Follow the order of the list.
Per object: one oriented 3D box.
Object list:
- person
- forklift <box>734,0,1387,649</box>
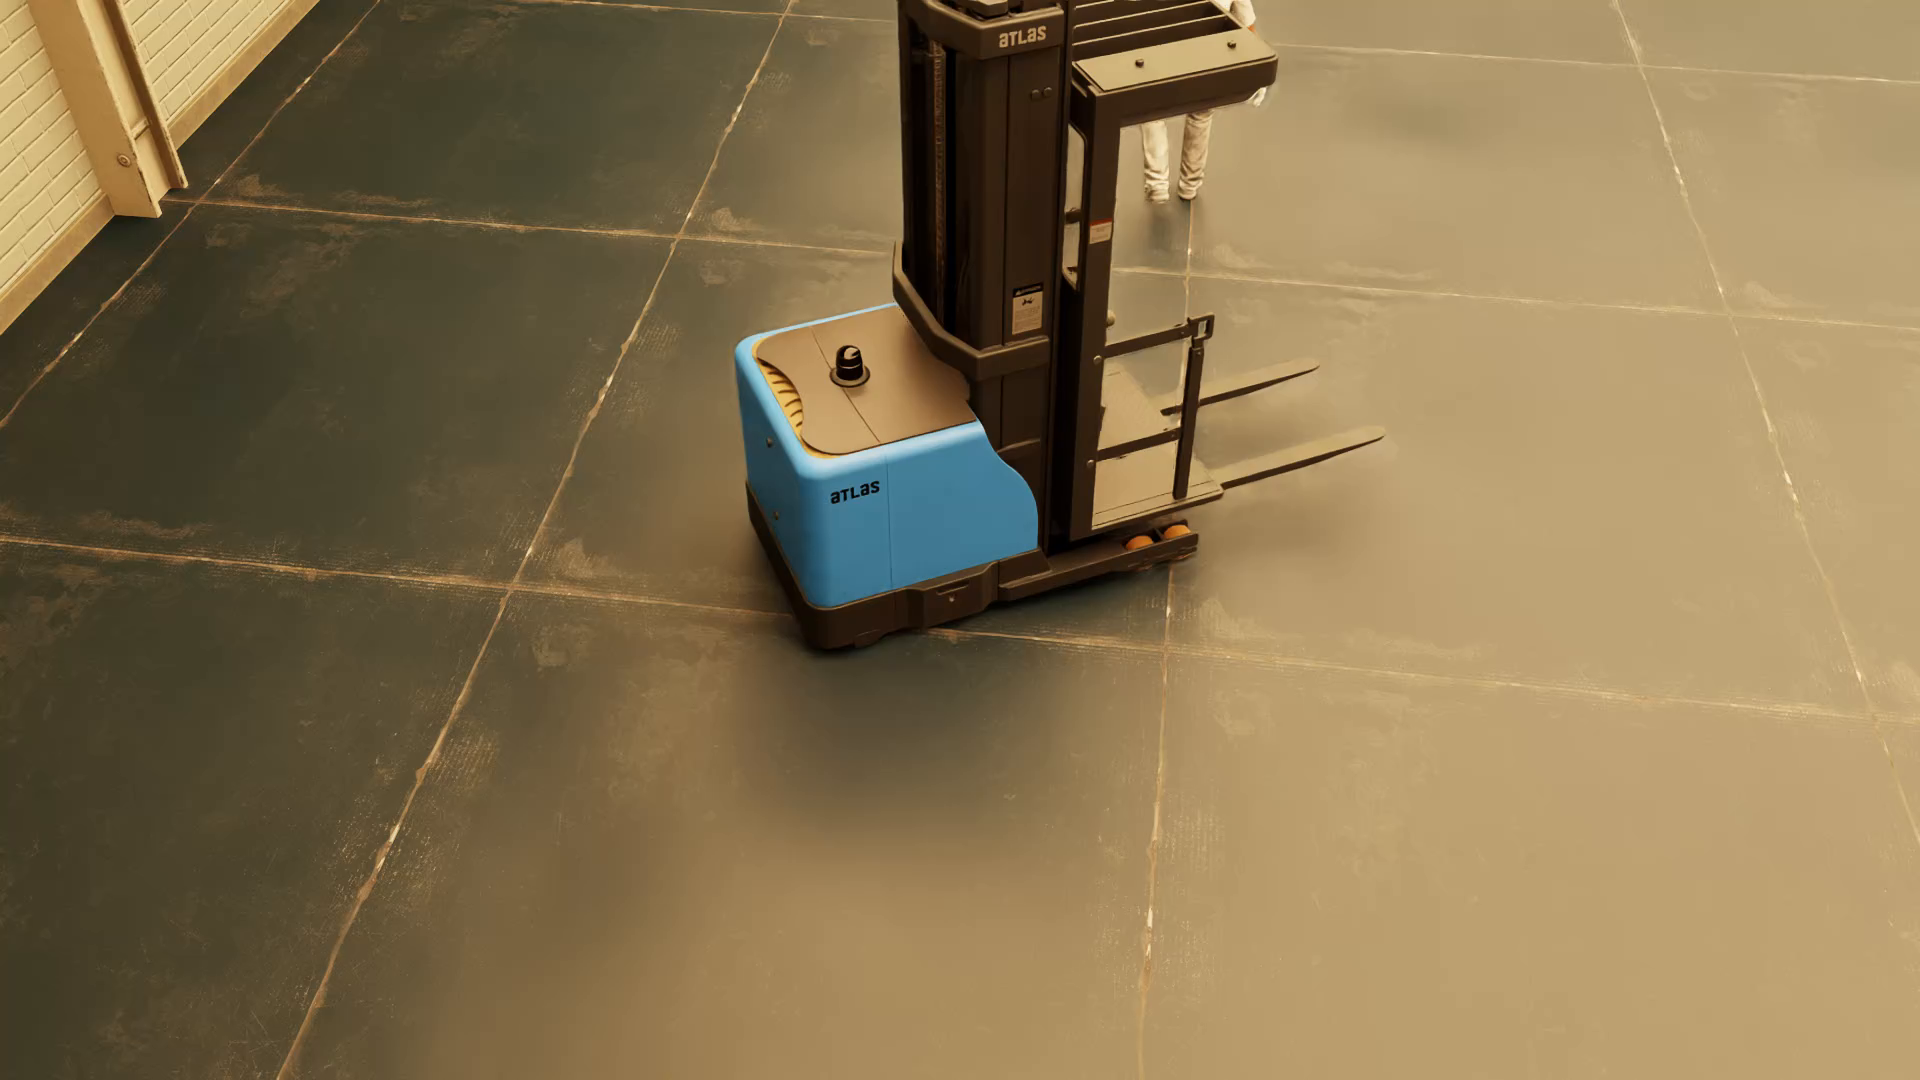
[{"bbox_3d":[1.317,-2.733,9.562,0.864,1.764,0.649,1,43,1],"label":"person"},{"bbox_3d":[0.564,-1.250,7.085,3.031,2.935,1.130,-16,45,-16],"label":"forklift"}]
